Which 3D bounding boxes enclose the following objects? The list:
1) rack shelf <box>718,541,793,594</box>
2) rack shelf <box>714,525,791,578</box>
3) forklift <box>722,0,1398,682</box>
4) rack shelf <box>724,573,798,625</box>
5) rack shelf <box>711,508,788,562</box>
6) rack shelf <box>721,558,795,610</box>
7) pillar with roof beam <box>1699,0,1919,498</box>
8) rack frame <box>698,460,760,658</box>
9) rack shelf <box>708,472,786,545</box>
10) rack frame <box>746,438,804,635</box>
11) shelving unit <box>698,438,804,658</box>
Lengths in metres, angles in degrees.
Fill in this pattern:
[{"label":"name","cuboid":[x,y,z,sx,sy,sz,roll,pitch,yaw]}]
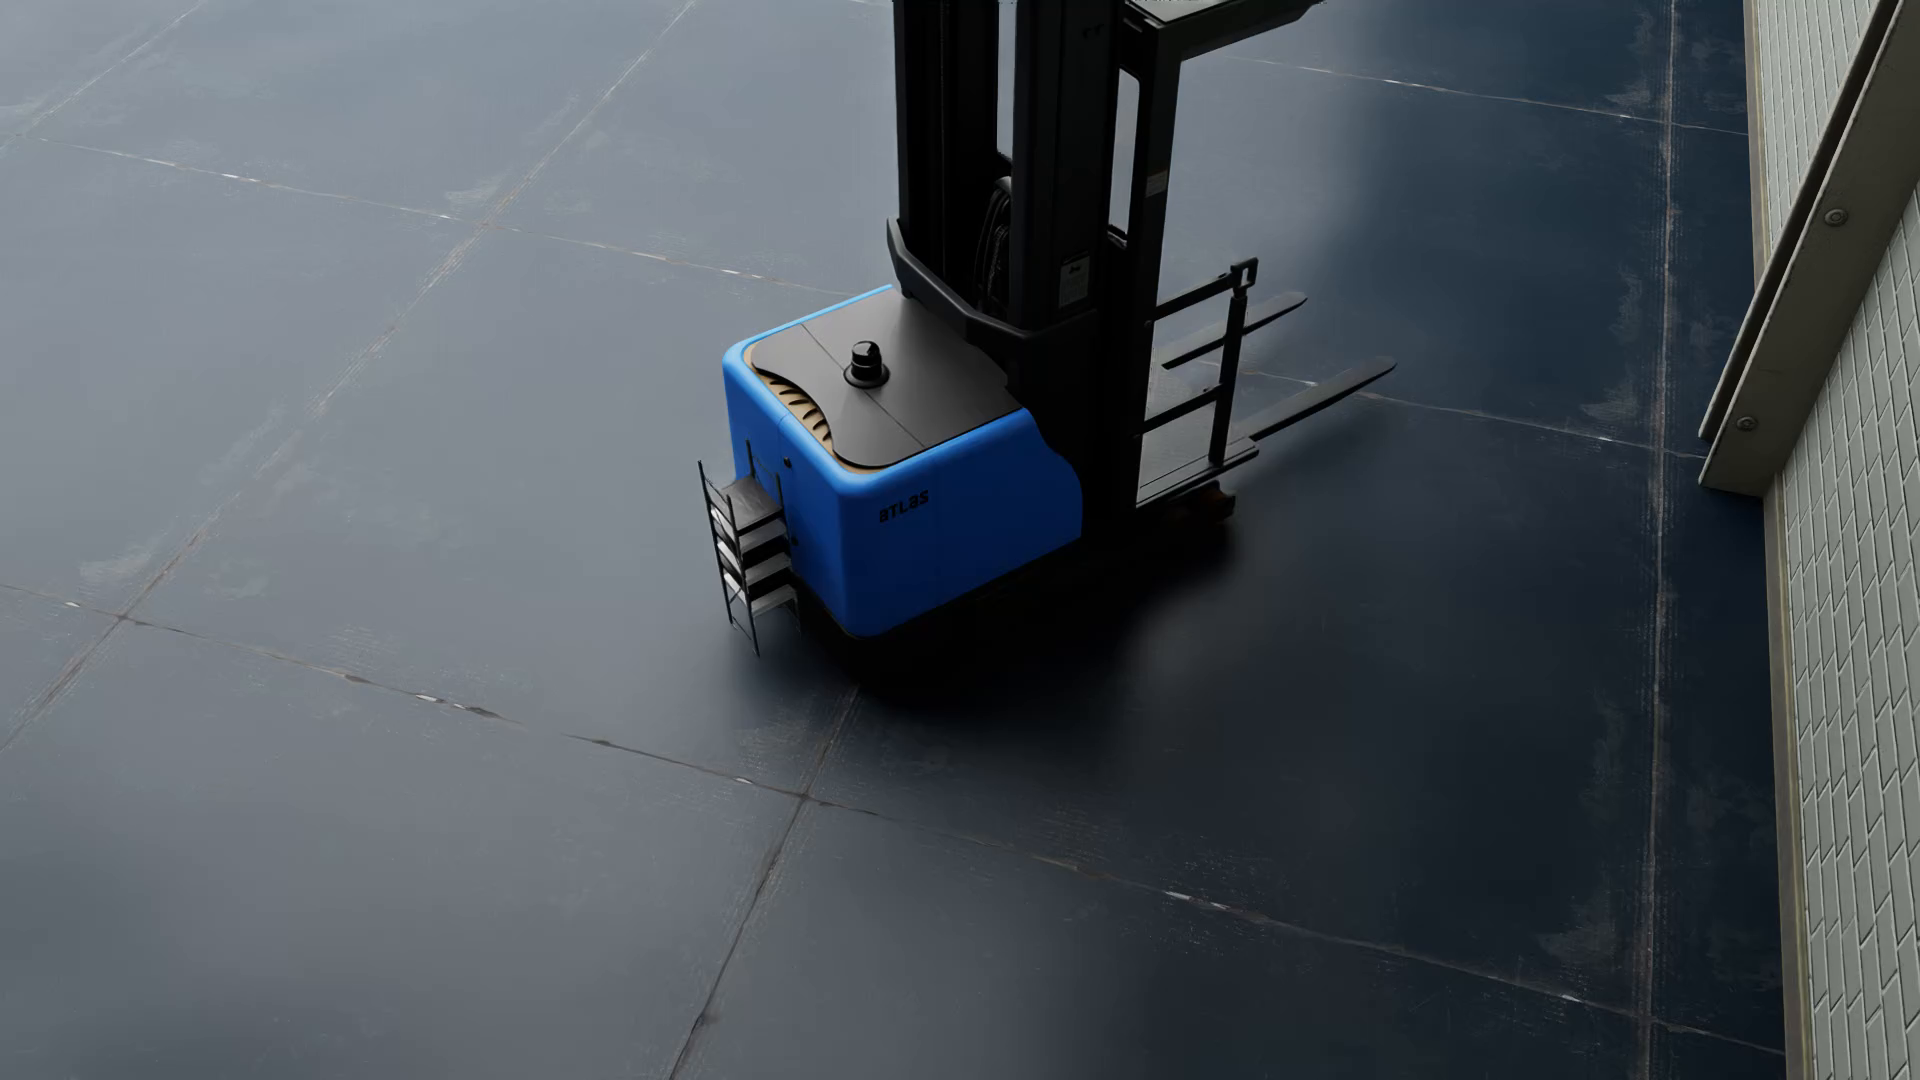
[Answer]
[{"label":"rack shelf","cuboid":[-0.803,0.069,6.477,0.200,0.077,0.258,-27,51,-22]},{"label":"rack shelf","cuboid":[-0.806,0.006,6.413,0.200,0.077,0.258,-27,51,-22]},{"label":"forklift","cuboid":[0.580,-1.310,6.392,3.031,2.935,1.130,-25,50,-24]},{"label":"rack shelf","cuboid":[-0.797,0.194,6.606,0.200,0.077,0.258,-27,51,-22]},{"label":"rack shelf","cuboid":[-0.809,-0.057,6.349,0.200,0.077,0.258,-27,51,-22]},{"label":"rack shelf","cuboid":[-0.800,0.132,6.542,0.200,0.077,0.258,-27,51,-22]},{"label":"pillar with roof beam","cuboid":[-0.608,-4.472,5.285,9.100,9.000,0.400,13,46,13]},{"label":"rack frame","cuboid":[-0.887,0.089,6.415,0.006,0.900,0.240,-27,51,-22]},{"label":"rack shelf","cuboid":[-0.812,-0.120,6.284,0.200,0.077,0.258,-27,51,-22]},{"label":"rack frame","cuboid":[-0.720,0.002,6.492,0.006,0.900,0.240,-27,51,-22]},{"label":"shelving unit","cuboid":[-0.804,0.045,6.454,0.210,0.900,0.258,-27,51,-22]}]
